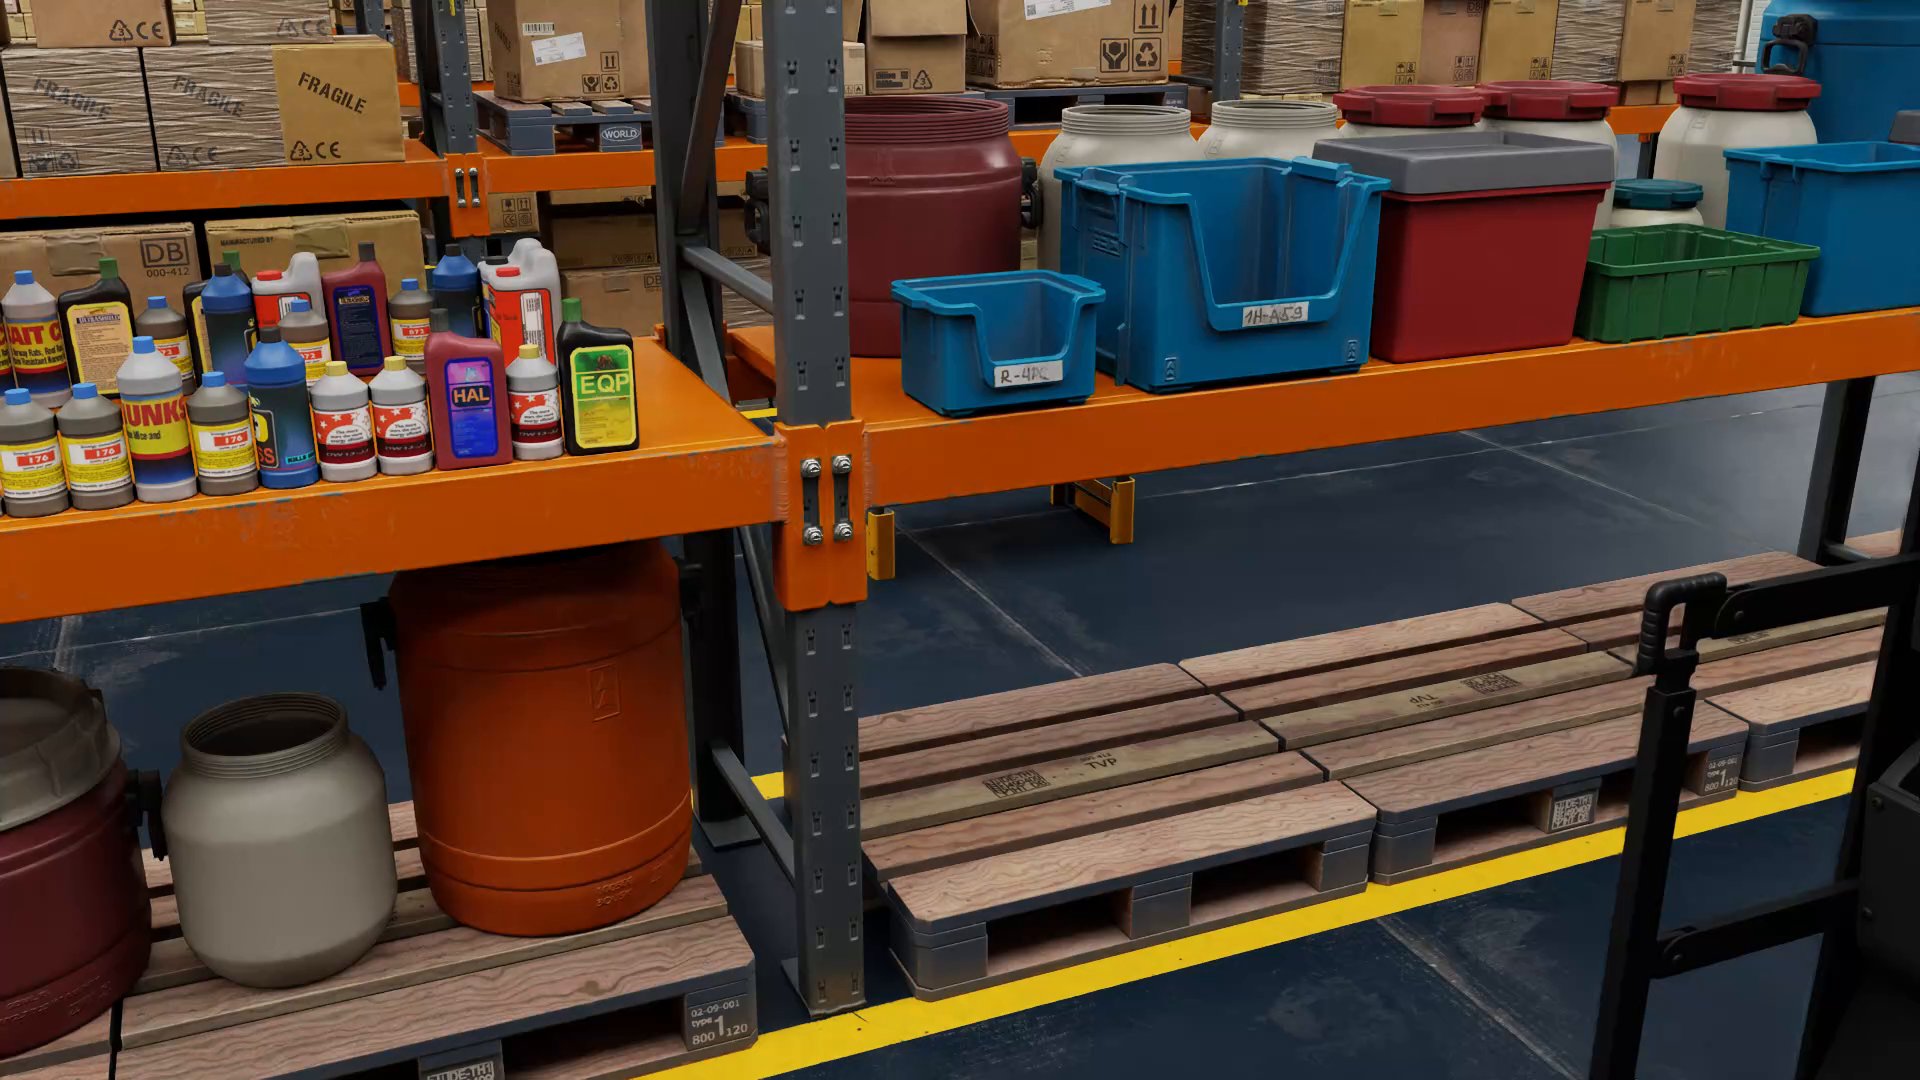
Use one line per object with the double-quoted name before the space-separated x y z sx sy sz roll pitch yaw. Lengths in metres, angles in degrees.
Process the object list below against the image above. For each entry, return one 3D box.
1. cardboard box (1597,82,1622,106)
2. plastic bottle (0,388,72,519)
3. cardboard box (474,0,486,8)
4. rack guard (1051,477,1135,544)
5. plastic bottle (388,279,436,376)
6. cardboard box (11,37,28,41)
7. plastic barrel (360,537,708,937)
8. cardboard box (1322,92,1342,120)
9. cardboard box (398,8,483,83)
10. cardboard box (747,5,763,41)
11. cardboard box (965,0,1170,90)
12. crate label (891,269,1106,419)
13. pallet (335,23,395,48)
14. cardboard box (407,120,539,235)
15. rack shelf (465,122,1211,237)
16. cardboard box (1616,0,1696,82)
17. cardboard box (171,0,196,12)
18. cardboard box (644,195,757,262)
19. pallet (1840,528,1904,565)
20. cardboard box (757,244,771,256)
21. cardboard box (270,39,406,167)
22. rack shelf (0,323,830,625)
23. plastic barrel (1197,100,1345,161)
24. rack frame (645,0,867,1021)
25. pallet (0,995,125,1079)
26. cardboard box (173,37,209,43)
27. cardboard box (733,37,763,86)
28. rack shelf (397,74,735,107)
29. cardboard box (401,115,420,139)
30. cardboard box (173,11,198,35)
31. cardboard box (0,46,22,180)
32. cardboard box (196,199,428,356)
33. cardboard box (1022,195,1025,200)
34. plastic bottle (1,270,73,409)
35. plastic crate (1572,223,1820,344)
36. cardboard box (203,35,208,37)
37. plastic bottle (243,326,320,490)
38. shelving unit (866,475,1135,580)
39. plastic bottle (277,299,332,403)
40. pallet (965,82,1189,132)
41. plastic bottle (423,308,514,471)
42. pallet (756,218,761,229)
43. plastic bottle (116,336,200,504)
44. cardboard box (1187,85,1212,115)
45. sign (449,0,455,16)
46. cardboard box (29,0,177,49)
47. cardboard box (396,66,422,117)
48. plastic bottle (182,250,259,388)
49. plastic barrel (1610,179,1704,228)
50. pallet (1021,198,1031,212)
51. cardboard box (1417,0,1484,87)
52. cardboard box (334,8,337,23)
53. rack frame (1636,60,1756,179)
"cardboard box" 3.824 -2.754 10.205 0.250 0.149 0.380 -8 21 -22
"plastic bottle" -1.524 -0.146 2.719 0.097 0.201 0.097 0 19 0
"cardboard box" -3.413 -4.218 12.328 0.500 0.500 0.700 -8 21 -23
"rack guard" 0.527 -0.193 6.695 0.087 0.250 0.587 -8 21 -22
"plastic bottle" -1.192 -0.468 3.633 0.097 0.201 0.097 0 19 0
"cardboard box" -6.226 -3.214 10.880 0.250 0.149 0.380 -9 21 -23
"plastic barrel" -0.902 0.356 3.631 0.708 0.830 0.600 -8 21 -22
"cardboard box" 2.021 -2.464 9.383 0.250 0.149 0.380 -8 21 -22
"cardboard box" -3.774 -3.600 12.078 0.500 0.500 0.500 -8 21 -21
"cardboard box" -1.458 -3.933 13.024 0.500 0.500 0.500 -8 21 -23
"cardboard box" 0.466 -2.995 8.977 1.000 1.000 1.000 -8 21 -22
"crate label" 0.076 -0.402 3.398 0.416 0.233 0.303 -8 21 -22
"pallet" -5.735 -5.108 16.801 1.003 0.211 1.213 -8 21 -22
"cardboard box" -3.699 -2.765 12.615 0.750 0.750 1.050 -8 21 -23
"rack shelf" -0.585 -1.974 8.694 4.000 0.370 1.077 -8 21 -22
"cardboard box" 3.997 -3.124 10.278 0.500 0.500 0.875 -8 21 -22
"cardboard box" -5.278 -3.629 11.161 0.250 0.149 0.380 -7 21 -20
"cardboard box" -1.335 -1.602 8.528 0.500 0.250 0.500 -6 20 -16
"pallet" 3.846 0.174 5.710 1.213 0.211 1.003 -8 21 -22
"cardboard box" -0.792 -1.326 8.873 0.500 0.500 0.700 -6 20 -17
"cardboard box" -2.777 -1.957 7.412 0.500 0.500 0.500 -7 21 -20
"rack shelf" -2.296 0.063 2.910 4.000 0.370 1.077 -8 21 -22
"plastic barrel" 0.787 -0.848 4.246 0.421 0.512 0.421 0 19 0
"rack frame" -0.460 -0.540 3.538 0.127 3.000 1.000 -8 21 -22
"pallet" -2.286 1.051 3.218 1.213 0.211 1.003 -8 21 -22
"cardboard box" -3.448 -2.048 7.670 0.500 0.500 0.500 -9 21 -23
"cardboard box" -0.997 -2.486 8.637 0.258 0.266 0.396 -9 21 -23
"rack shelf" -2.457 -3.500 13.028 4.000 0.370 1.077 -8 21 -22
"cardboard box" -5.824 -4.102 16.980 0.625 0.372 0.950 -10 22 -26
"cardboard box" -5.282 -3.488 11.210 0.250 0.149 0.380 -8 21 -22
"cardboard box" -4.180 -1.757 6.845 0.500 0.500 0.500 -8 21 -21
"cardboard box" -3.064 -1.161 7.871 0.875 0.875 1.225 -9 21 -24
"cardboard box" -0.015 -3.359 14.113 0.875 0.875 0.875 -8 21 -21
"plastic bottle" -1.862 -0.405 3.349 0.097 0.271 0.097 0 19 0
"plastic crate" 1.726 -0.651 4.172 0.662 0.188 0.450 -8 21 -22
"cardboard box" -5.029 -3.384 11.363 0.250 0.149 0.380 -8 21 -21
"plastic bottle" -1.166 -0.230 2.852 0.097 0.271 0.097 0 19 0
"shelving unit" 0.070 -0.717 6.301 1.083 1.500 0.587 -8 21 -22
"plastic bottle" -1.343 -0.391 3.415 0.097 0.201 0.097 0 19 0
"pallet" 0.492 -2.430 9.194 1.213 0.211 1.003 -8 21 -22
"plastic bottle" -0.874 -0.271 2.950 0.133 0.283 0.061 -8 21 -22
"pallet" -1.299 -2.662 13.765 1.213 0.211 1.003 -8 21 -22
"plastic bottle" -1.345 -0.204 2.780 0.097 0.271 0.097 0 19 0
"cardboard box" 1.332 -2.576 9.699 0.250 0.149 0.380 -8 21 -22
"sign" -2.199 -2.427 7.156 0.005 0.325 0.100 -8 21 -22
"cardboard box" -3.699 -2.394 7.144 0.637 0.503 0.797 -8 21 -21
"cardboard box" -7.142 -5.829 21.505 0.625 0.625 0.875 -7 21 -20
"plastic bottle" -1.551 -0.462 3.492 0.133 0.283 0.061 -8 21 -22
"plastic barrel" 1.937 -0.873 4.694 0.301 0.262 0.301 0 19 0
"pallet" 0.109 -2.863 14.335 1.213 0.211 1.003 -8 21 -22
"cardboard box" 2.581 -2.956 9.801 0.500 0.500 0.875 -8 21 -22
"cardboard box" -6.139 -5.266 16.709 0.250 0.149 0.380 -7 21 -20
"rack frame" 4.924 -3.102 10.817 0.127 3.000 1.000 -8 21 -22
